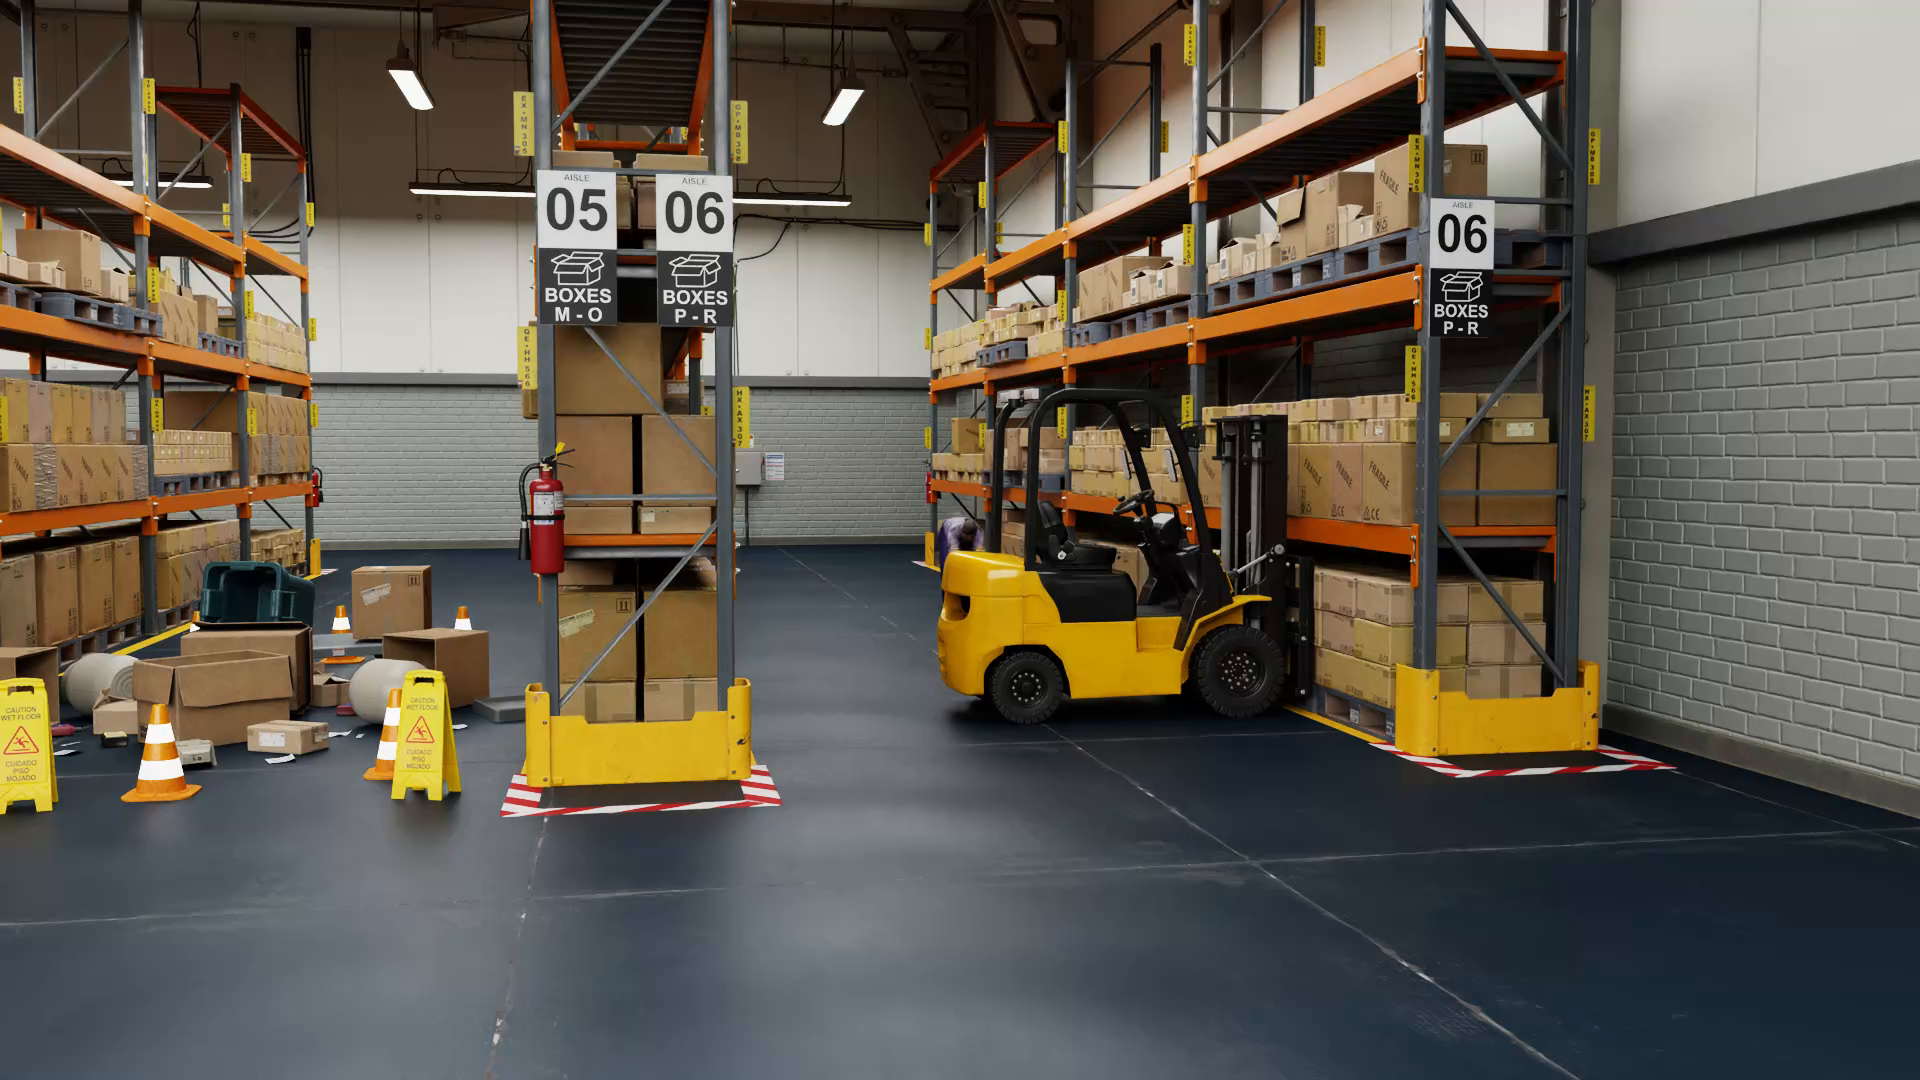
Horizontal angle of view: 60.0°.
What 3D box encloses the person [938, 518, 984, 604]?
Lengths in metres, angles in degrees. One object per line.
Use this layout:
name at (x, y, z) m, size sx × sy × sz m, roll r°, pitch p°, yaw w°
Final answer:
person at (0.030, 0.268, 18.172) m, size 0.460 × 1.020 × 0.907 m, roll -1°, pitch 3°, yaw -14°
